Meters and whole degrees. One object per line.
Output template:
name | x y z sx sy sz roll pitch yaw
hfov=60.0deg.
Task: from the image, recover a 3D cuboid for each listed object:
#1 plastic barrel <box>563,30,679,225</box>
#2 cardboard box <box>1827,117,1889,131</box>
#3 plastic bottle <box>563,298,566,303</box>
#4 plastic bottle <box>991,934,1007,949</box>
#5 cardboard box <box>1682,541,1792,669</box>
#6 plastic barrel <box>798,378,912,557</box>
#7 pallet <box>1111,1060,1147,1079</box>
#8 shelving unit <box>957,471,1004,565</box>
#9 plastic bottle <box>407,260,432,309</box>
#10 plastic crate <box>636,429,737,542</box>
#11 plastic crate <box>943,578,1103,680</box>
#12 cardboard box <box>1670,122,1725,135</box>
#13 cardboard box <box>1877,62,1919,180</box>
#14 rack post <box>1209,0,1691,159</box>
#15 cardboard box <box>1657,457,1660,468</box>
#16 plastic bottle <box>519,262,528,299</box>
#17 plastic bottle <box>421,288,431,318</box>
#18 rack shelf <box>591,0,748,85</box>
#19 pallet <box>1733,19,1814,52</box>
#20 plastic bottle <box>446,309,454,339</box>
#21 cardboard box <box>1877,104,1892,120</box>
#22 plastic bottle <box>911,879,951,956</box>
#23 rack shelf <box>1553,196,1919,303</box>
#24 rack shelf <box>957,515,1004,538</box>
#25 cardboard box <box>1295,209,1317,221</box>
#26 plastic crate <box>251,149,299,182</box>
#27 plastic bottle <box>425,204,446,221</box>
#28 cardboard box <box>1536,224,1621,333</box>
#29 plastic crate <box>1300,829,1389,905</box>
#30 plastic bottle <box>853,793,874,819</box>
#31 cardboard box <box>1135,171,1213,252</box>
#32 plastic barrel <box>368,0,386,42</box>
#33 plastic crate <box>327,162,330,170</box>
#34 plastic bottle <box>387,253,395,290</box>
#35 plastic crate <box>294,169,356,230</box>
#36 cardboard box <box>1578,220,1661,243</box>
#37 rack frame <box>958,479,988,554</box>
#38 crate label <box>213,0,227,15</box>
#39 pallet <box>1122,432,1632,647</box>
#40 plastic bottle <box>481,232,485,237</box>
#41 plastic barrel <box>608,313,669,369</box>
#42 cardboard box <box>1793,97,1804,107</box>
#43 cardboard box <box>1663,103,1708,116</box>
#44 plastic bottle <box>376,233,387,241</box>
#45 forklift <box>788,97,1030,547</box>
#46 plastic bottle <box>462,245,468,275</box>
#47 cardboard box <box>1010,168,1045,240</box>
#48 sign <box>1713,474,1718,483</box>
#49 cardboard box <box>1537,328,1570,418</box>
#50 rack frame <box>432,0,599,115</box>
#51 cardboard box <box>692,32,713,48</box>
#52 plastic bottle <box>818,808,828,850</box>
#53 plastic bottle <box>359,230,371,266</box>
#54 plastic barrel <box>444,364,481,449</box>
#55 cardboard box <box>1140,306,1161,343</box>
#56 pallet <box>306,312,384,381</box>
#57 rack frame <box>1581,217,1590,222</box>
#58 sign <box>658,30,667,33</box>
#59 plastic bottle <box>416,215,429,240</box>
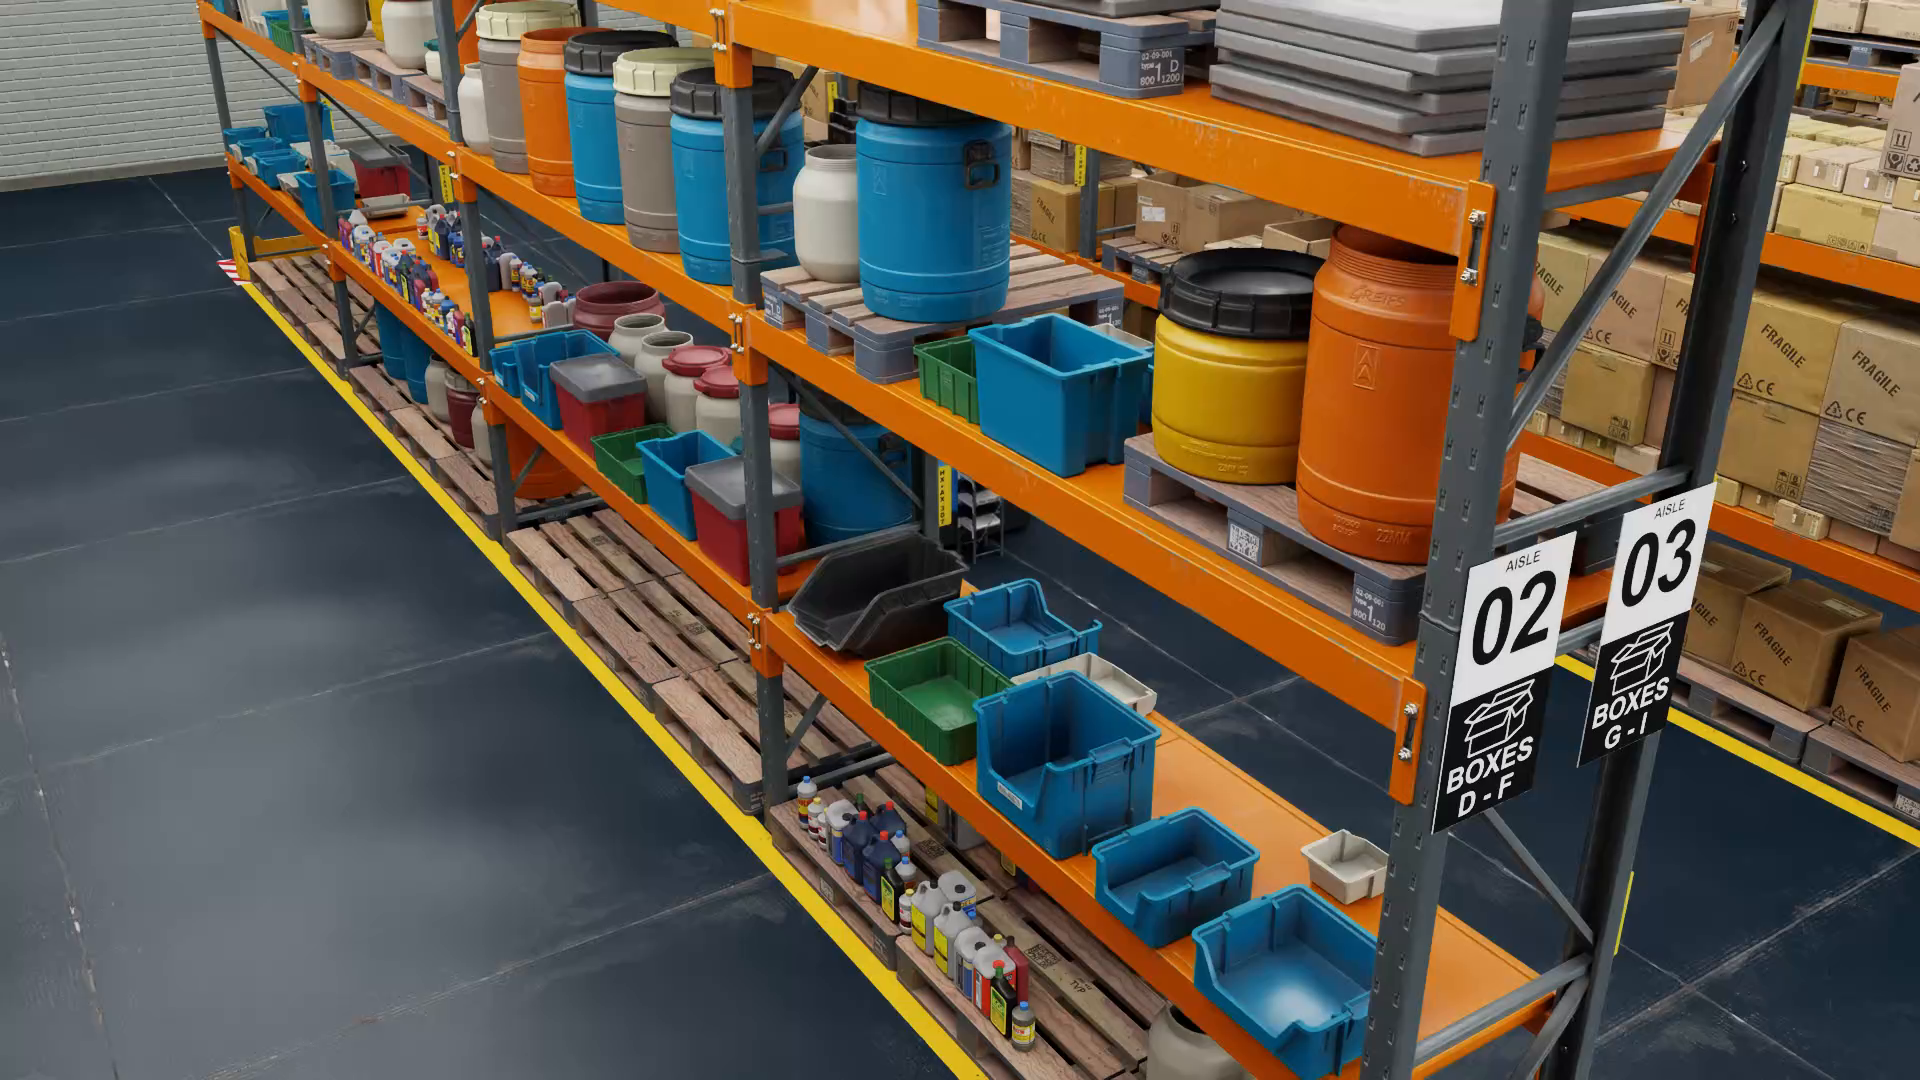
plastic barrel | -1.728 -2.152 8.657 0.600 0.901 0.708 -16 29 -30
cardboard box | 7.248 -3.101 13.479 0.700 0.500 0.500 -16 30 -30
plastic bottle | -2.797 -1.624 11.871 0.097 0.201 0.097 0 25 0
plastic bottle | 0.163 1.791 7.168 0.097 0.201 0.097 0 25 0
cardboard box | 4.504 0.376 9.839 0.500 0.500 0.500 -19 31 -34
plastic barrel | -0.512 -0.405 8.470 0.600 0.901 0.708 -16 29 -30
pallet | 1.109 2.414 6.352 1.003 0.211 1.213 -16 29 -30
shelving unit | 0.140 -0.302 11.299 0.258 0.900 0.210 -14 29 -28
plastic bottle | -3.993 -1.899 12.279 0.144 0.351 0.185 -16 29 -30
plastic crate | -1.418 -0.285 8.821 0.392 0.384 0.575 -16 29 -30
plastic crate | 0.277 0.430 7.462 0.499 0.251 0.616 -16 29 -30
cardboard box | 4.017 -2.146 8.939 0.380 0.149 0.250 -15 29 -28
cardboard box | 4.721 -1.951 7.767 0.500 0.500 0.500 -16 29 -30
rack post | 1.323 -1.326 4.566 0.937 0.300 0.954 -12 28 -24
cardboard box | 4.163 -0.422 9.387 0.380 0.149 0.250 -16 29 -30
plastic bottle | -3.249 -1.951 12.482 0.097 0.271 0.097 0 25 0
plastic bottle | -3.862 -1.728 12.092 0.097 0.201 0.097 0 25 0
rack shelf | -1.647 -2.892 8.609 1.077 0.370 4.000 -16 29 -30
pallet | 6.631 -4.328 14.075 1.003 0.211 1.213 -14 29 -27
plastic bottle | -3.543 -1.519 11.649 0.097 0.201 0.097 0 25 0
cardboard box | 9.973 -4.563 17.668 0.380 0.149 0.250 -18 31 -33
plastic bottle | -0.127 1.634 7.325 0.144 0.351 0.185 -16 30 -30
rack shelf | 4.687 -1.440 8.578 1.077 0.370 4.000 -16 29 -30
rack shelf | 0.140 -0.109 11.390 0.258 0.077 0.200 -14 29 -28
cardboard box | 3.910 -3.650 18.367 0.500 0.500 0.500 -14 29 -27
plastic crate | -6.528 -3.577 15.903 0.416 0.233 0.300 -16 29 -30
plastic bottle | -4.436 -2.710 14.084 0.152 0.276 0.135 -16 29 -30
cardboard box | 3.628 -1.536 9.815 0.500 0.500 0.500 -16 29 -30
plastic crate | 1.410 1.185 5.997 0.298 0.136 0.250 -16 29 -30
plastic bottle | -0.460 1.360 7.985 0.061 0.283 0.133 -16 29 -30
cardboard box | 1.740 -2.606 13.110 0.500 0.500 0.500 -20 32 -36
plastic barrel | -4.254 -4.184 12.835 0.600 0.588 0.600 0 25 0
plastic crate | -6.013 -3.618 16.101 0.298 0.136 0.250 -16 29 -30
plastic bottle | -4.316 -2.057 12.706 0.097 0.271 0.097 0 25 0
plastic crate | -5.463 -2.939 14.372 0.392 0.384 0.575 -16 29 -30
cardboard box | 4.071 -1.659 10.077 0.500 0.500 0.500 -16 29 -30
rack frame | 0.088 -0.340 11.378 0.240 0.900 0.006 -14 29 -28
crate label | -6.873 -5.146 15.760 0.408 0.251 0.502 -16 29 -30
pallet | 1.259 -0.129 5.179 1.003 0.211 1.213 -16 29 -30
plastic bottle | -3.888 -2.350 13.323 0.152 0.276 0.135 -16 29 -30
plastic barrel | -1.998 -1.133 10.468 0.421 0.512 0.421 0 25 0
cardboard box | 9.221 -4.917 18.790 0.500 0.250 0.500 -17 30 -31
cardboard box | 4.084 -2.427 9.535 0.380 0.149 0.250 -15 29 -29
plastic bottle | -4.694 -2.392 13.498 0.097 0.201 0.097 0 25 0
forklift | -0.693 -1.817 12.128 1.130 2.935 3.031 -14 29 -28
plastic bottle | -3.855 -2.230 13.072 0.097 0.271 0.097 0 25 0
cardboard box | 0.667 -2.899 14.222 0.500 0.500 0.500 -16 30 -30
sign | 2.092 -0.026 4.730 0.100 0.325 0.005 -16 29 -30
cardboard box | 3.789 -1.129 10.124 0.875 0.500 0.500 -16 29 -30
rack frame | -2.738 -4.114 9.885 1.000 3.000 0.127 -16 29 -30
cardboard box | -2.647 -5.409 18.605 0.500 0.500 0.500 -16 30 -31
plastic bottle | -0.637 1.385 8.026 0.097 0.201 0.097 0 25 0
plastic bottle | -4.748 -2.340 13.306 0.097 0.271 0.097 0 25 0
plastic barrel | -3.636 -1.075 12.809 0.600 0.588 0.708 -16 29 -30
cardboard box | 1.802 -1.730 13.397 0.500 0.250 0.500 -14 29 -28
pallet | -5.356 -1.824 15.330 1.003 0.211 1.213 -16 29 -30
rack frame | 3.595 -1.124 10.580 1.000 3.000 0.127 -16 29 -30
sign | -3.424 -5.716 19.201 0.100 0.325 0.005 -16 29 -30
plastic bottle | -4.530 -2.640 14.024 0.097 0.201 0.097 0 25 0
